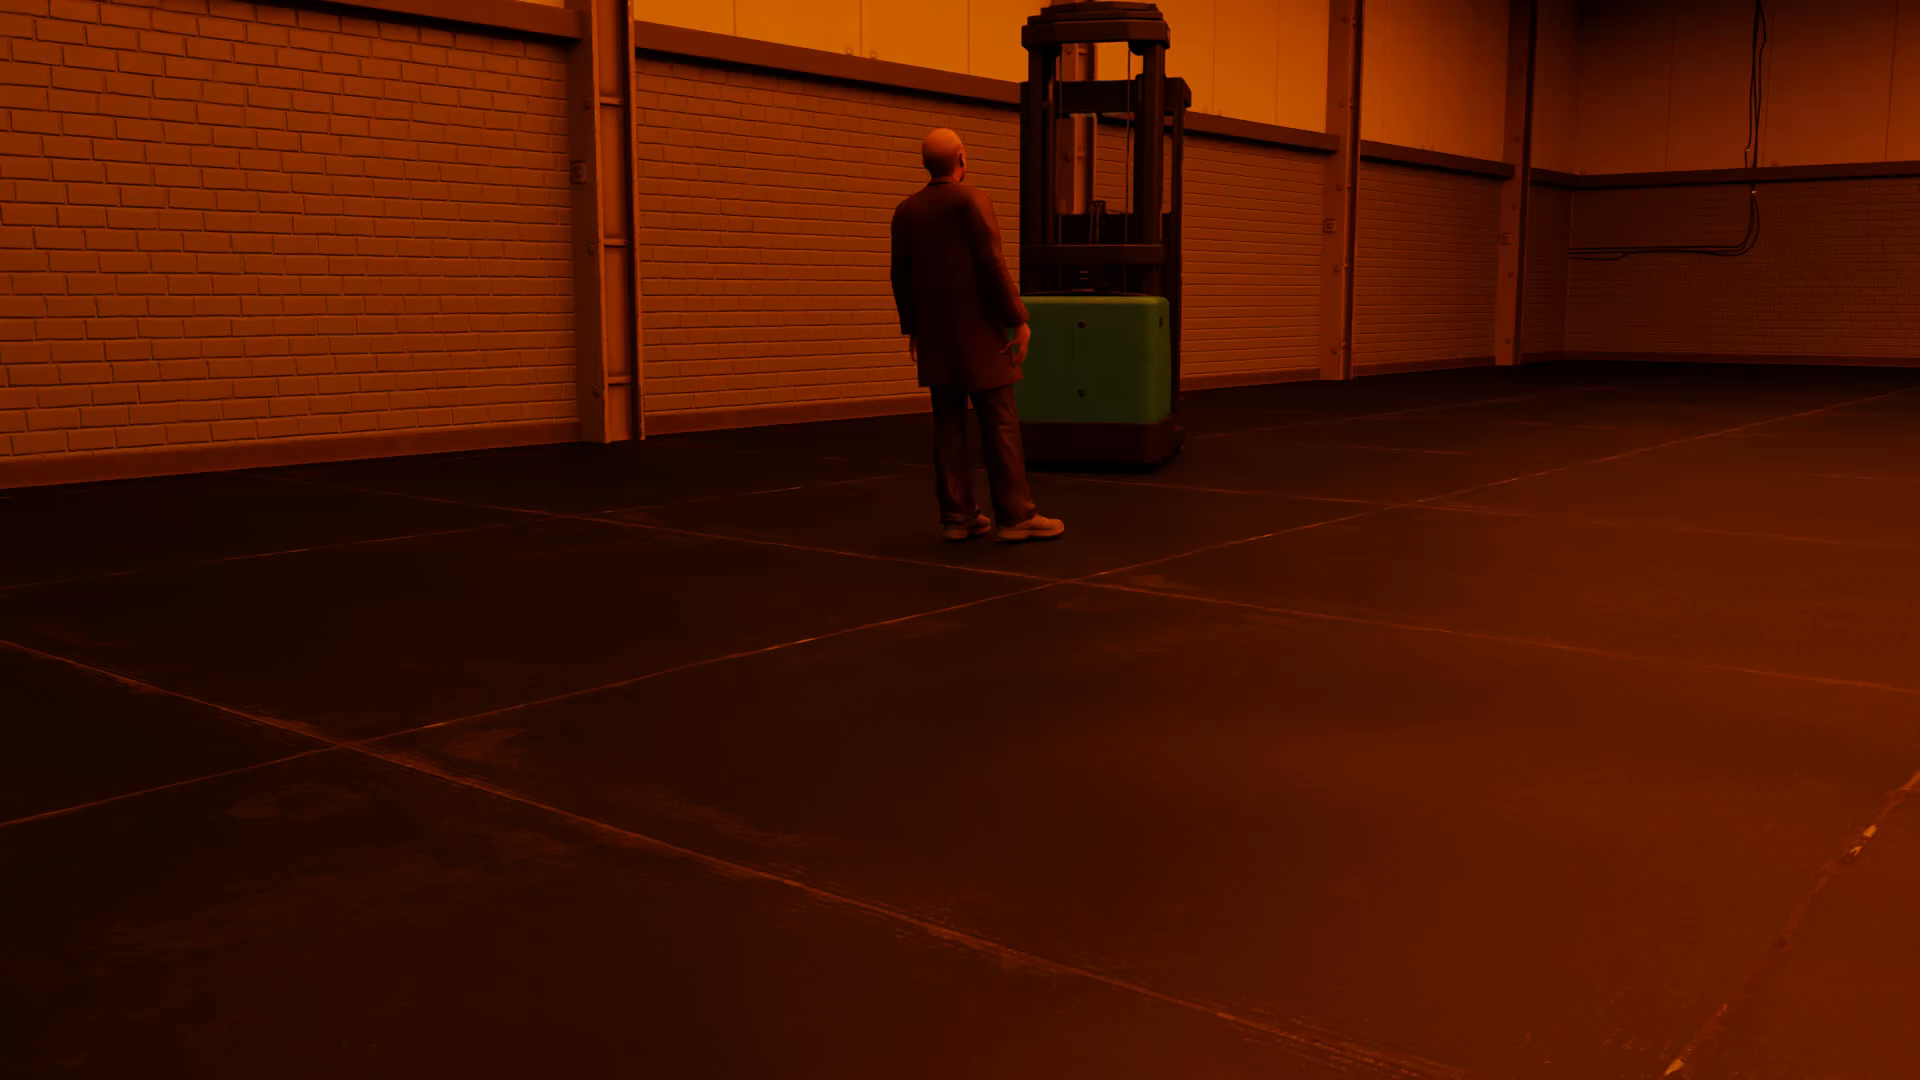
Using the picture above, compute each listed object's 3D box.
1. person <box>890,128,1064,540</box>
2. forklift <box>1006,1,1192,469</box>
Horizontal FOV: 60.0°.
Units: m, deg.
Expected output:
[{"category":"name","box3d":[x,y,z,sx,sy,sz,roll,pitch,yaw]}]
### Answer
[{"category":"person","box3d":[0.061,-0.897,7.344,0.698,1.777,0.579,7,11,38]},{"category":"forklift","box3d":[0.996,-2.073,11.447,1.130,2.935,3.031,2,9,12]}]
